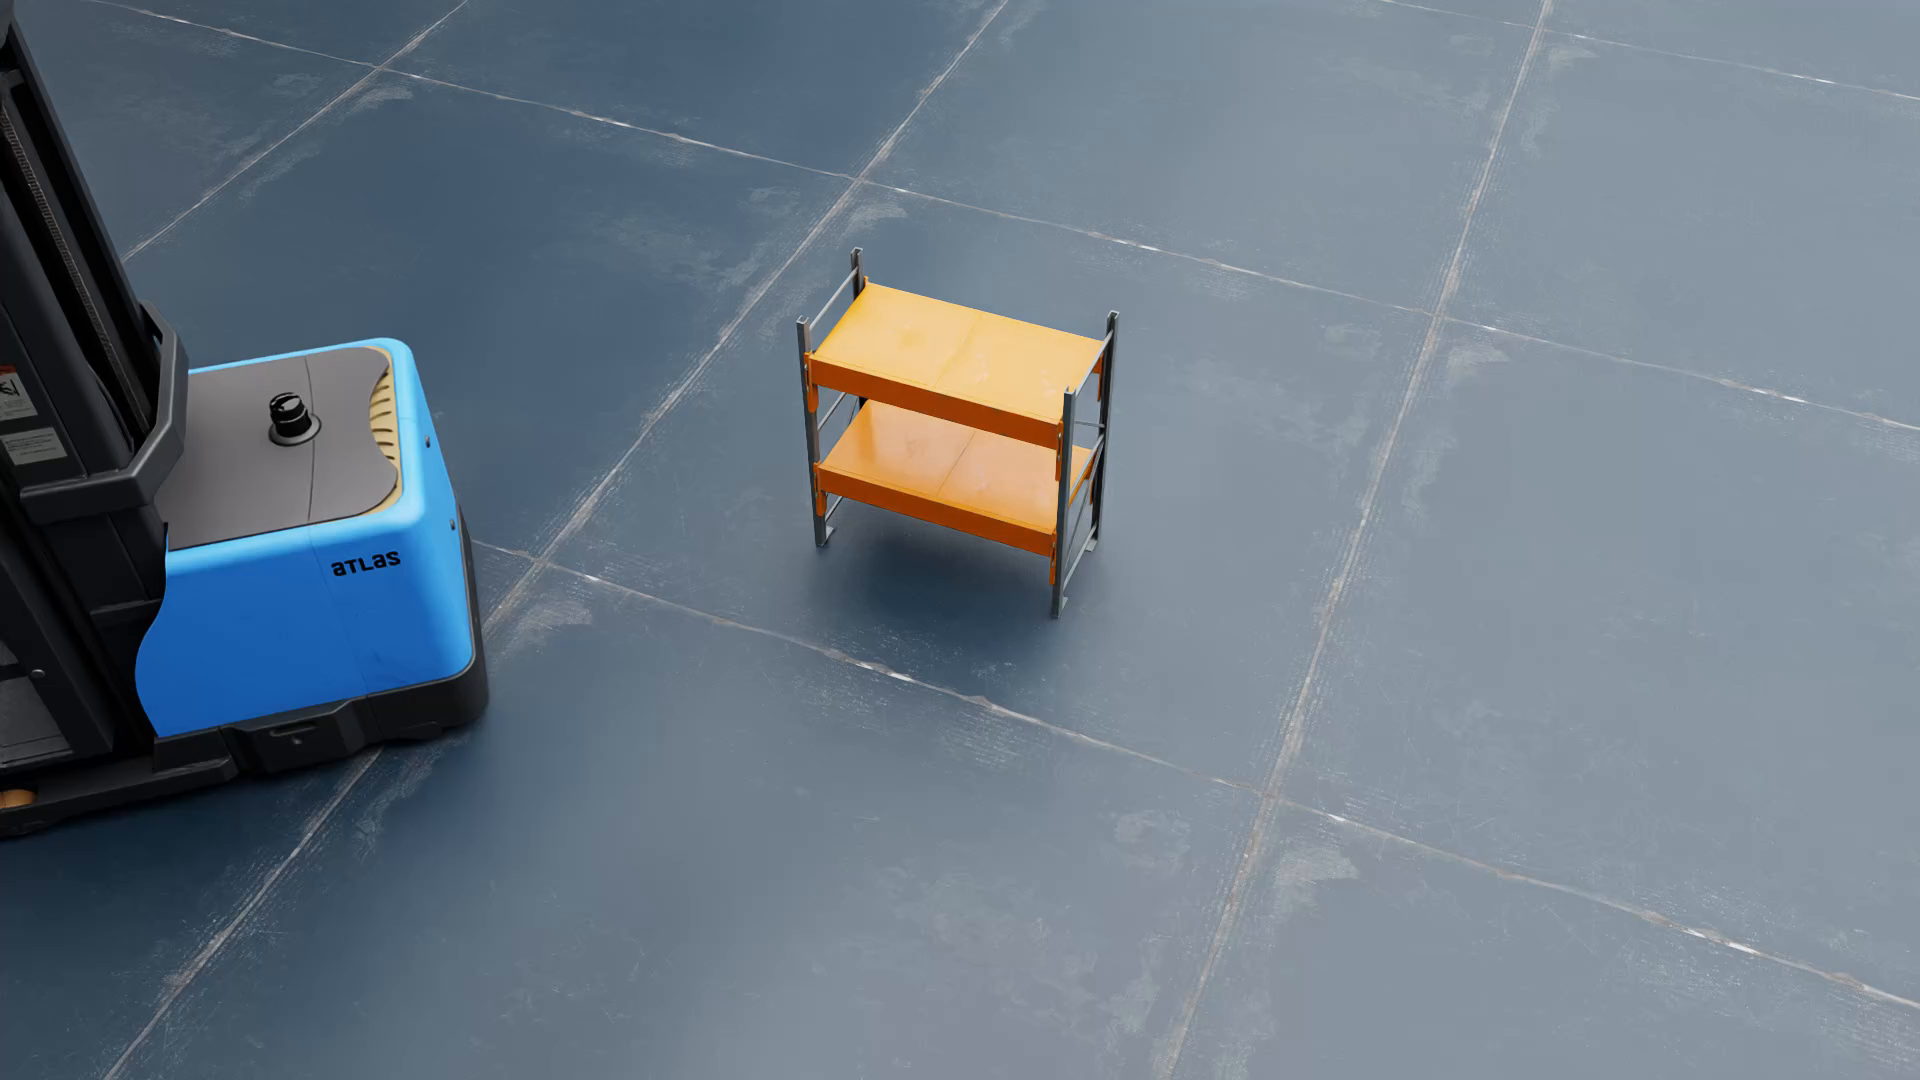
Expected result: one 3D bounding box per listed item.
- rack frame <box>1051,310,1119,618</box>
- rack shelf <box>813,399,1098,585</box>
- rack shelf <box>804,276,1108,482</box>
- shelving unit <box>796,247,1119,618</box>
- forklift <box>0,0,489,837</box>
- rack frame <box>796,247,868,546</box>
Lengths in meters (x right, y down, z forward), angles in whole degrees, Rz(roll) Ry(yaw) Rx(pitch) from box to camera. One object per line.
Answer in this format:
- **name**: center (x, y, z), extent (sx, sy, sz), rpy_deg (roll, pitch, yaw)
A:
- **rack frame**: center (0.463, -0.263, 6.216), extent (0.032, 1.125, 0.500), rpy_deg (16, 47, 16)
- **rack shelf**: center (-0.006, -0.227, 6.528), extent (1.000, 0.278, 0.538), rpy_deg (16, 47, 16)
- **rack shelf**: center (-0.006, -0.608, 6.149), extent (1.000, 0.278, 0.538), rpy_deg (16, 47, 16)
- **shelving unit**: center (-0.006, -0.401, 6.355), extent (1.048, 1.125, 0.538), rpy_deg (16, 47, 16)
- **forklift**: center (-3.293, -0.403, 5.077), extent (3.031, 2.935, 1.130), rpy_deg (-12, 46, -11)
- **rack frame**: center (-0.475, -0.539, 6.494), extent (0.032, 1.125, 0.500), rpy_deg (16, 47, 16)
